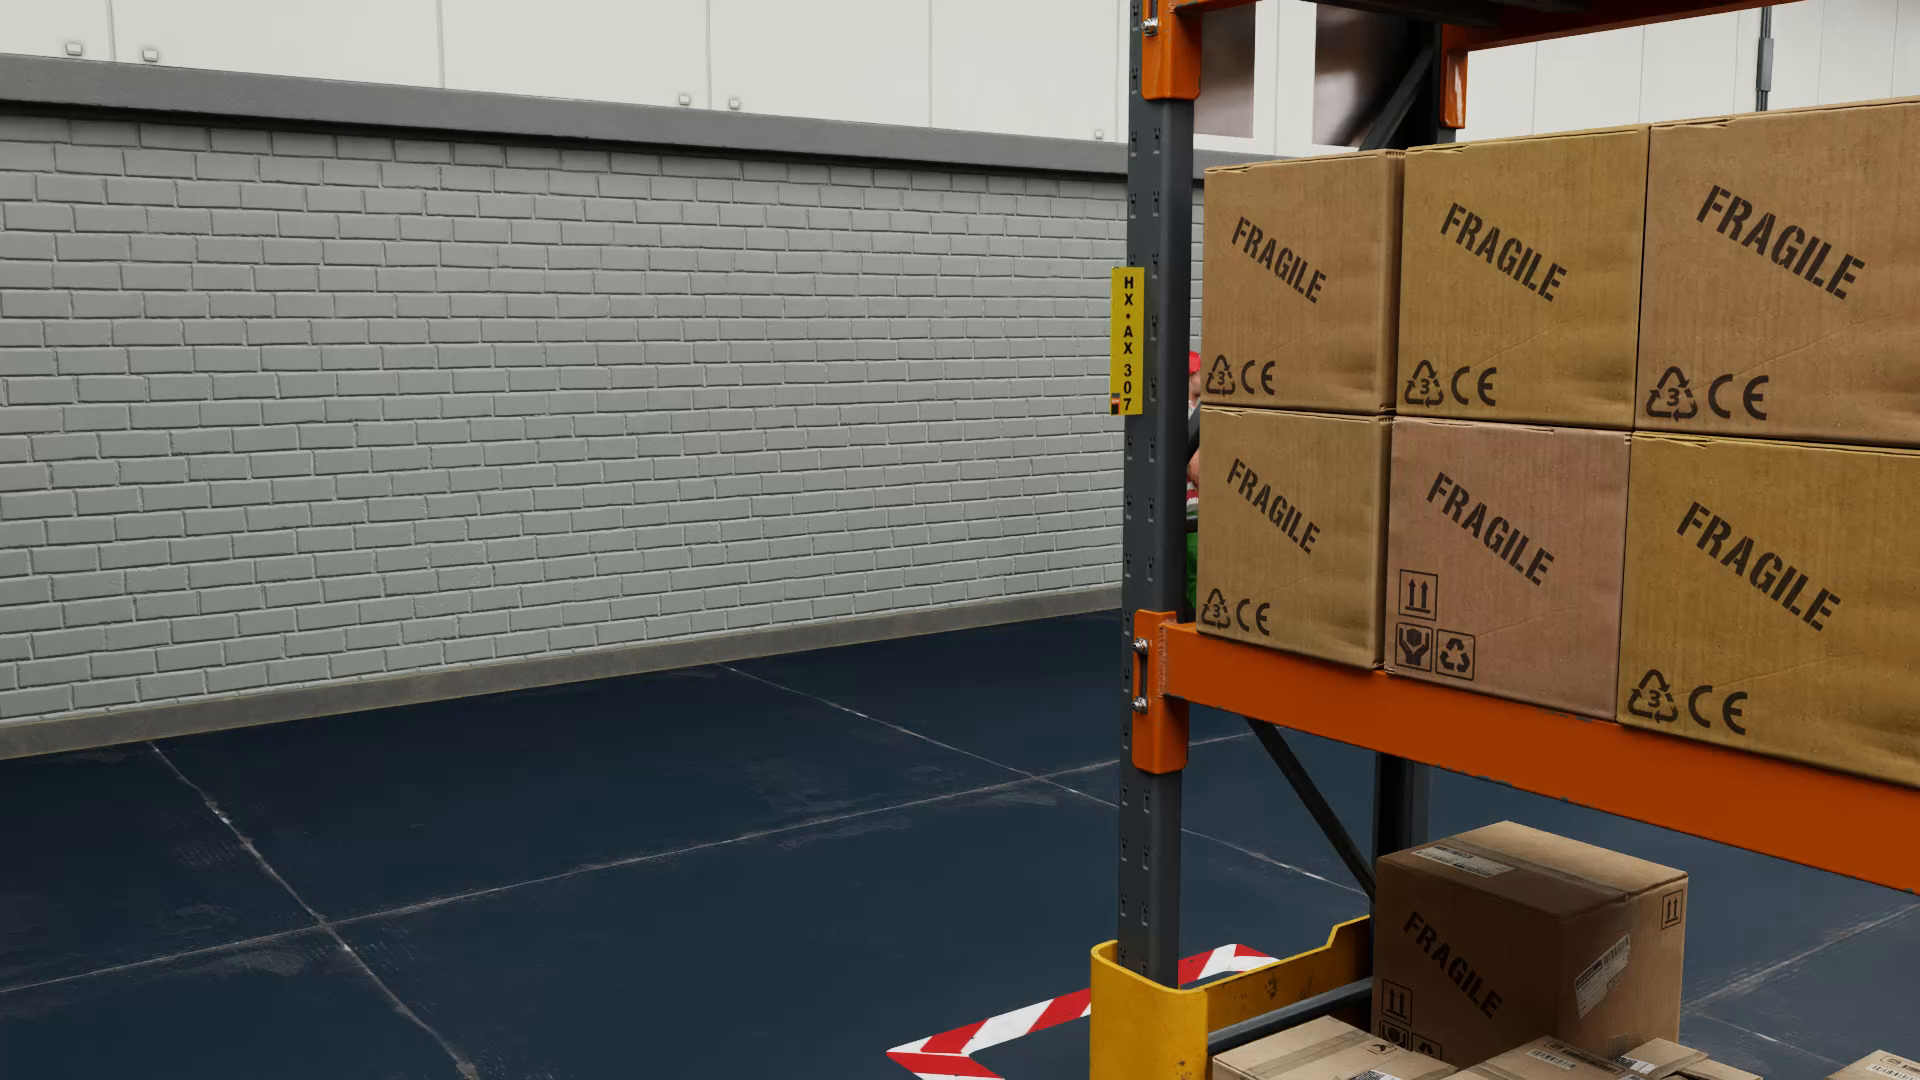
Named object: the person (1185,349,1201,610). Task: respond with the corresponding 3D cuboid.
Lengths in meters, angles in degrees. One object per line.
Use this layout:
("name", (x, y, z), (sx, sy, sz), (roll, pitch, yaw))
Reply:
("person", (1.404, -0.175, 9.409), (0.543, 1.791, 0.590), (1, 8, 6))
